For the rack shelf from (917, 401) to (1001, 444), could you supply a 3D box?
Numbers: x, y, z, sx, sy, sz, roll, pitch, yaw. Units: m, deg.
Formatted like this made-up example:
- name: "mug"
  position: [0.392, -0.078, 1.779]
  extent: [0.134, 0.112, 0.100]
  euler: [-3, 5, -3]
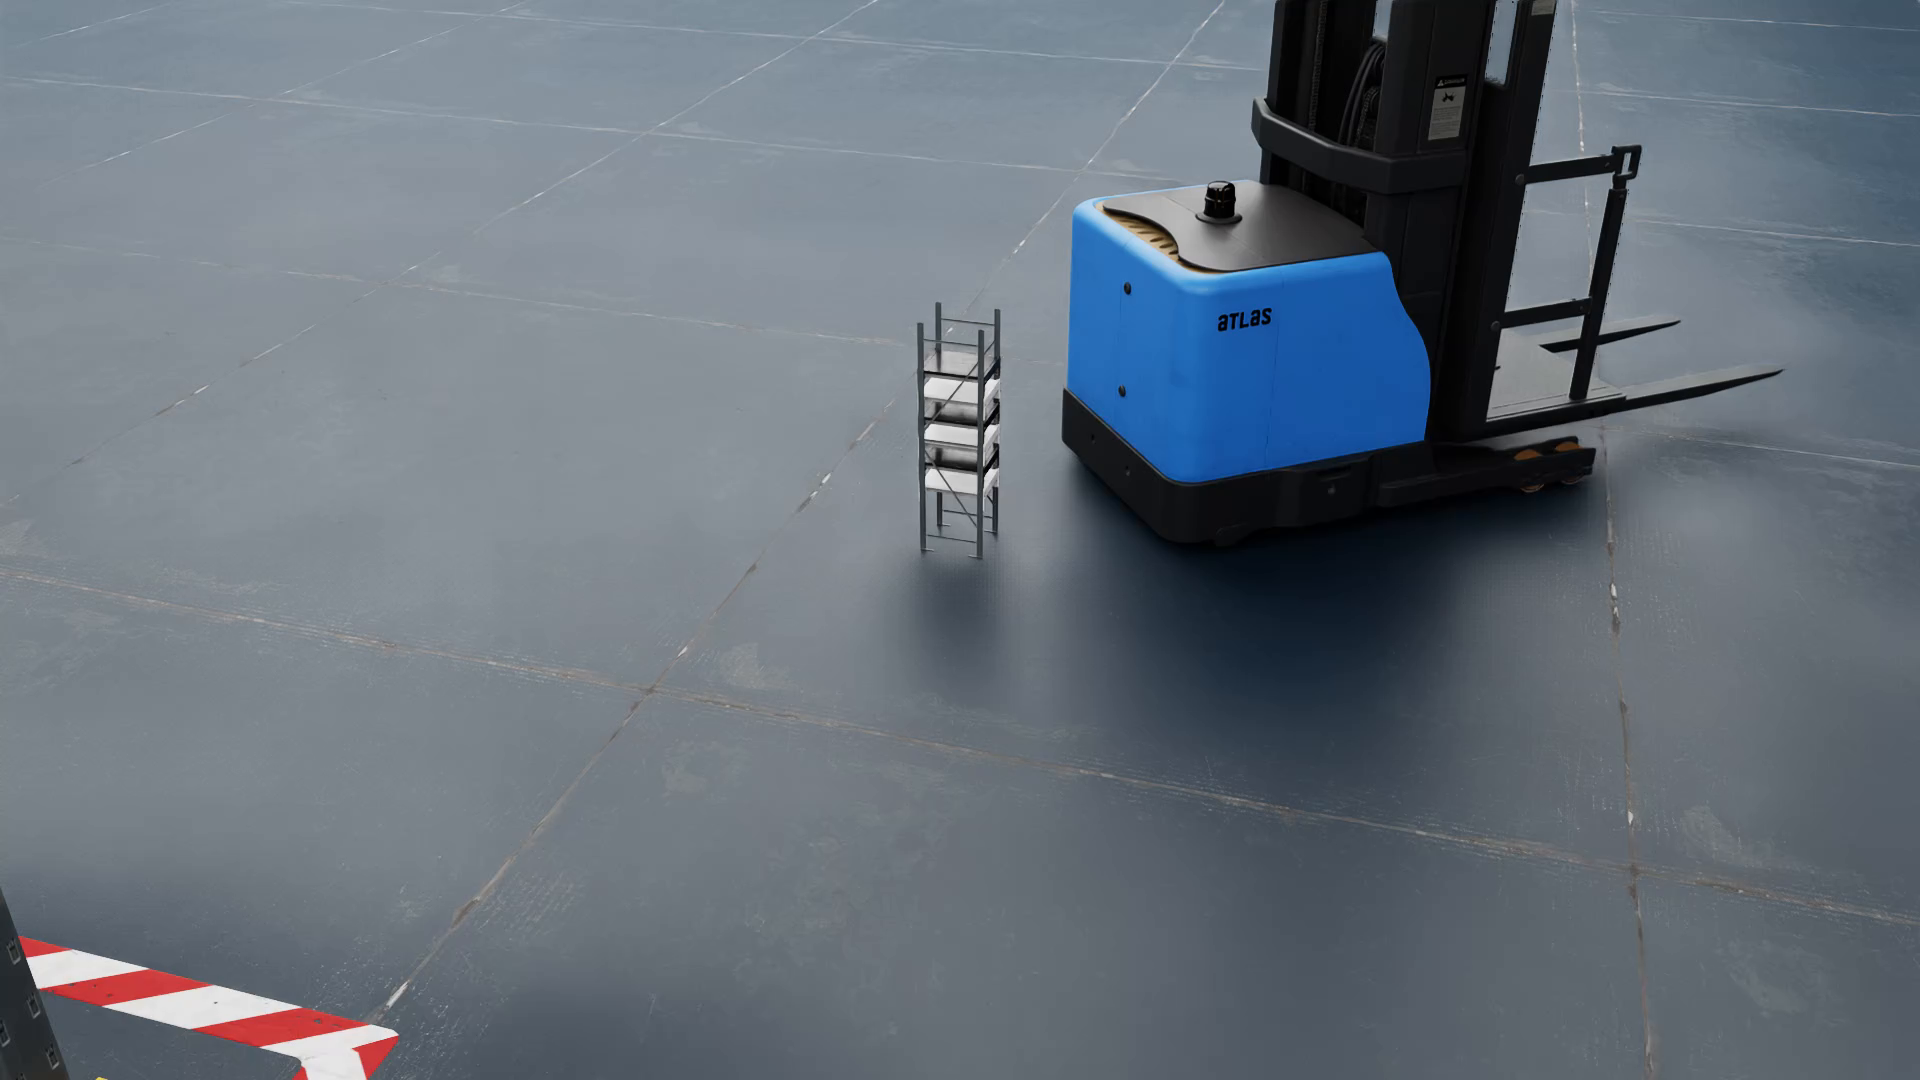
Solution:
- name: "rack shelf"
  position: [-0.002, -0.439, 5.997]
  extent: [0.258, 0.077, 0.200]
  euler: [8, 30, 15]

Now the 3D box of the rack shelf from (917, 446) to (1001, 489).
- name: "rack shelf"
  position: [-0.002, -0.282, 6.084]
  extent: [0.258, 0.077, 0.200]
  euler: [8, 30, 15]

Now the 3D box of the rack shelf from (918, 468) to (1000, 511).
- name: "rack shelf"
  position: [-0.002, -0.203, 6.128]
  extent: [0.258, 0.077, 0.200]
  euler: [8, 30, 15]

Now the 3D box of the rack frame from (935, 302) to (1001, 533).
- name: "rack frame"
  position: [0.027, -0.437, 6.109]
  extent: [0.240, 0.900, 0.006]
  euler: [8, 30, 15]

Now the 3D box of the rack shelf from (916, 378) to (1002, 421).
- name: "rack shelf"
  position: [-0.002, -0.518, 5.953]
  extent: [0.258, 0.077, 0.200]
  euler: [8, 30, 15]

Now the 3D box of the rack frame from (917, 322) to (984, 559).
- name: "rack frame"
  position: [-0.032, -0.342, 5.940]
  extent: [0.240, 0.900, 0.006]
  euler: [8, 30, 15]

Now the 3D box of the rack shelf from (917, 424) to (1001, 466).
- name: "rack shelf"
  position: [-0.002, -0.360, 6.041]
  extent: [0.258, 0.077, 0.200]
  euler: [8, 30, 15]

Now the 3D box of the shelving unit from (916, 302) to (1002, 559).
- name: "shelving unit"
  position: [-0.002, -0.389, 6.024]
  extent: [0.258, 0.900, 0.210]
  euler: [8, 30, 15]

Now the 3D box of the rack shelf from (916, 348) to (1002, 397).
- name: "rack shelf"
  position: [-0.002, -0.596, 5.909]
  extent: [0.258, 0.077, 0.200]
  euler: [8, 30, 15]

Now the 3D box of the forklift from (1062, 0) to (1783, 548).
- name: "forklift"
  position: [1.988, -1.696, 6.284]
  extent: [3.031, 2.935, 1.130]
  euler: [-11, 31, -19]
